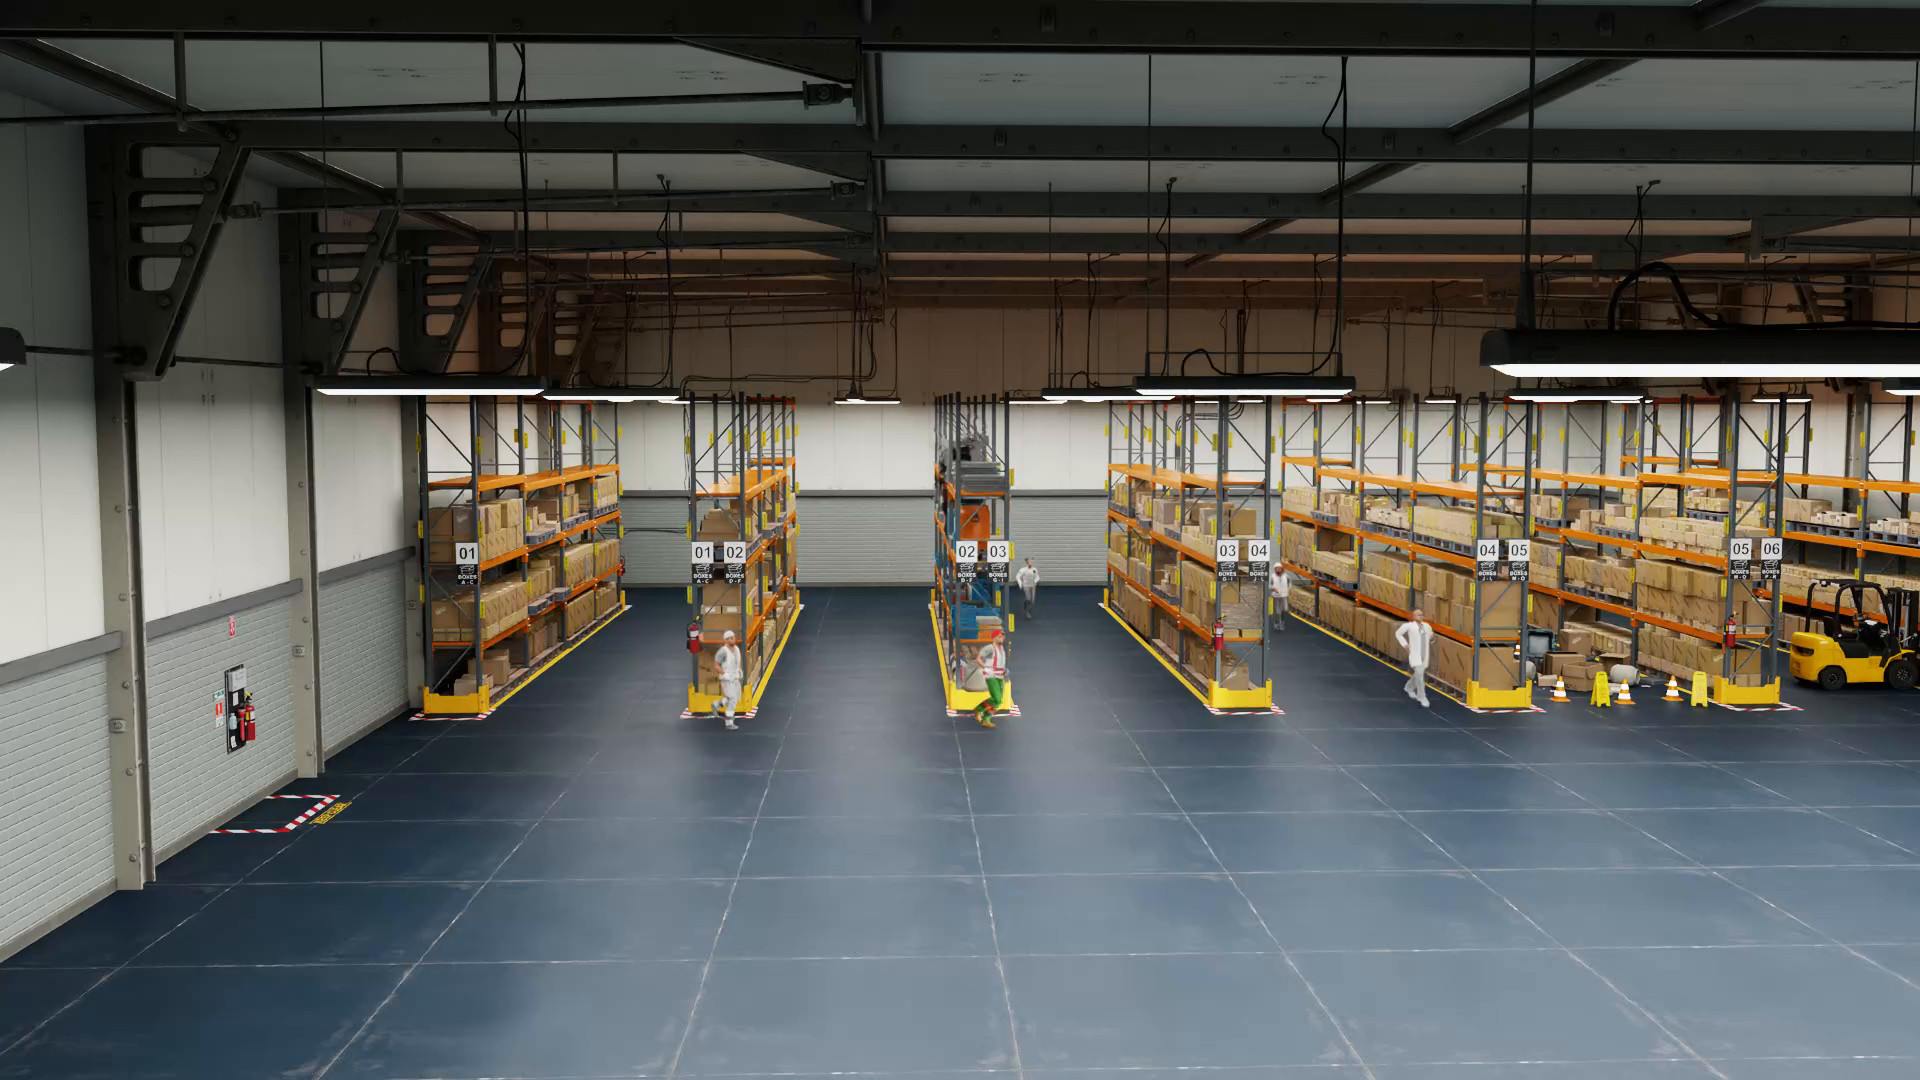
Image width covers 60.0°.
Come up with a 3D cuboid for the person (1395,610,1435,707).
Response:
[{"bbox_3d":[8.832,2.242,32.057,0.699,1.806,0.948,-2,5,-21],"label":"person"}]

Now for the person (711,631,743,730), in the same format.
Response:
[{"bbox_3d":[-4.138,2.480,29.637,0.635,1.762,0.677,3,6,34],"label":"person"}]

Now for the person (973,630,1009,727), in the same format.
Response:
[{"bbox_3d":[0.605,2.469,29.843,0.561,1.730,0.674,3,6,35],"label":"person"}]

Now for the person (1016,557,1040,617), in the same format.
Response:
[{"bbox_3d":[1.885,1.290,44.993,0.600,1.645,0.567,-1,5,-18],"label":"person"}]

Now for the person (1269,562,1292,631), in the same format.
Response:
[{"bbox_3d":[8.189,1.453,42.531,0.667,1.764,0.686,0,5,3],"label":"person"}]
